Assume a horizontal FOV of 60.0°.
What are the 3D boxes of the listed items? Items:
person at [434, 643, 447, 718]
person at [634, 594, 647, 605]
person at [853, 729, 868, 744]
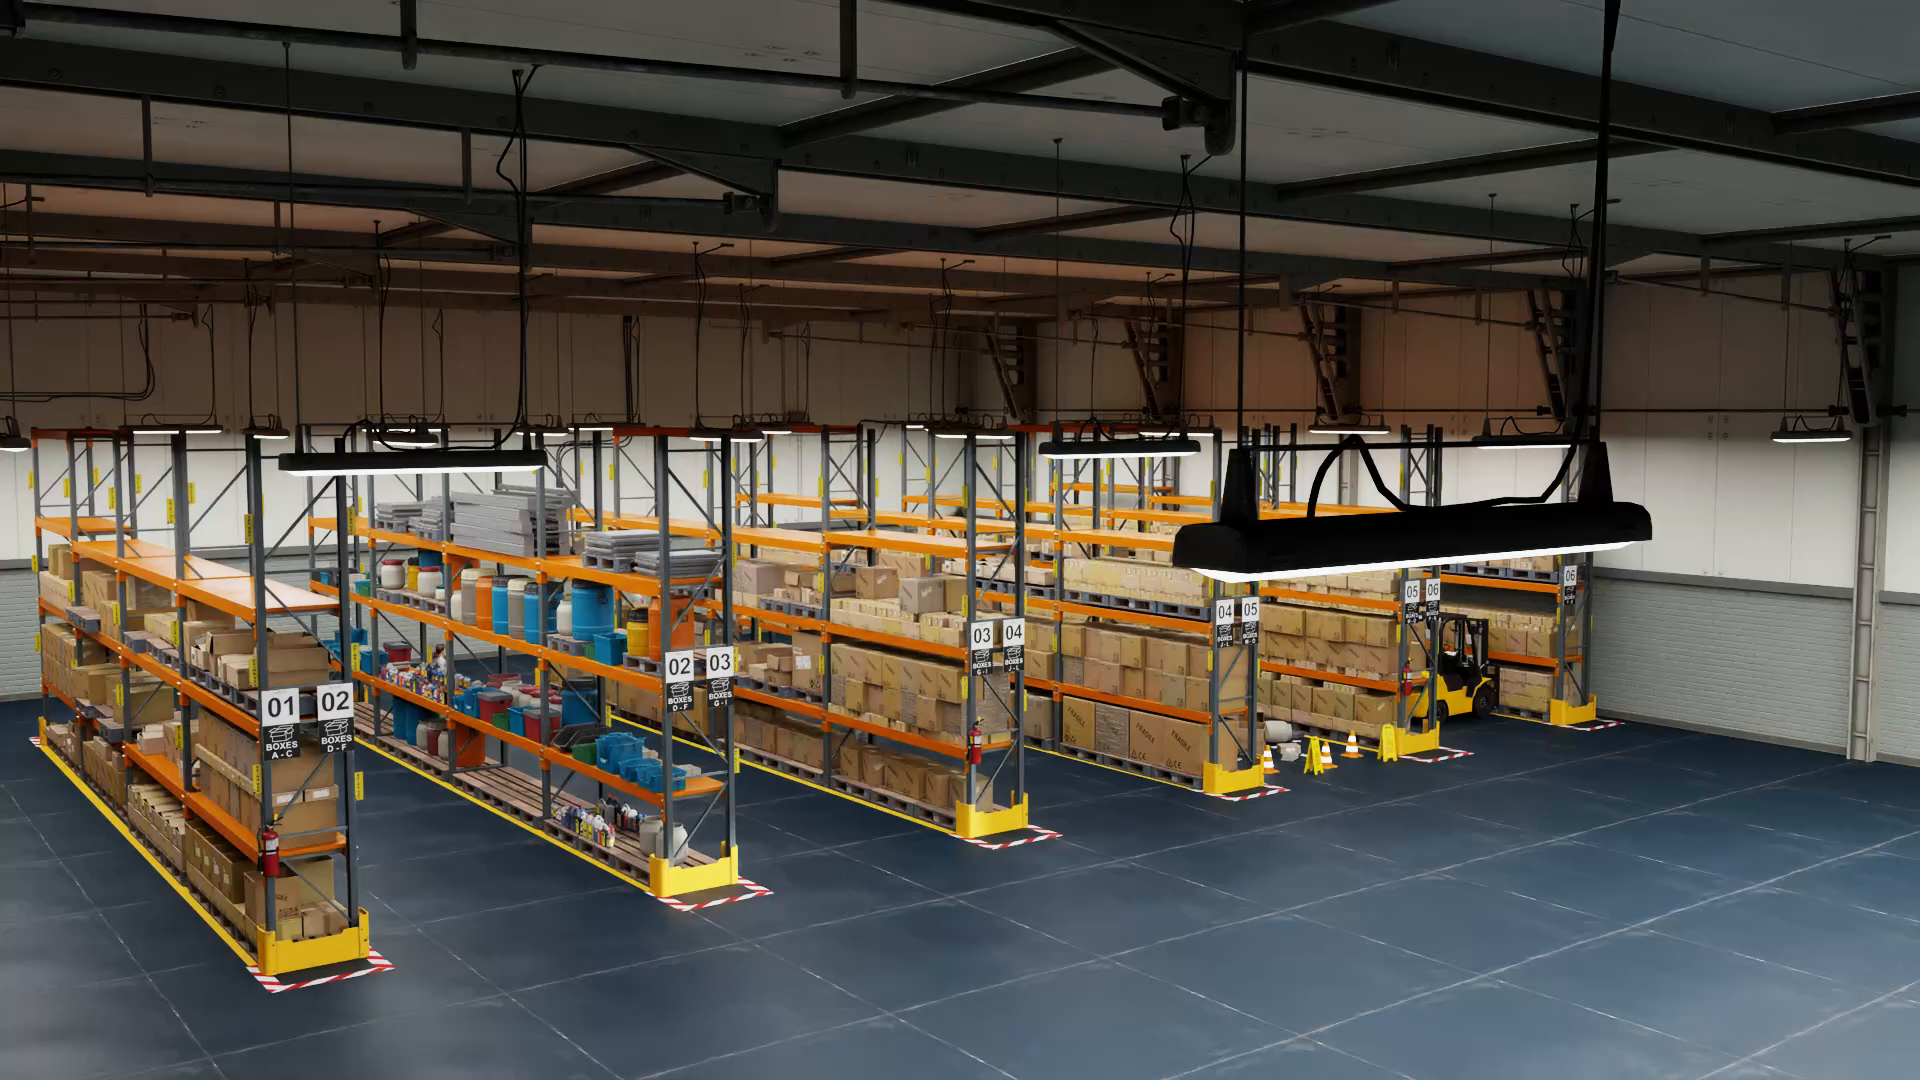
[{"bbox_3d":[-10.265,2.897,33.283,0.486,1.683,0.543,0,4,-3],"label":"person"},{"bbox_3d":[-8.431,2.018,43.637,0.810,1.776,0.563,-1,5,-18],"label":"person"},{"bbox_3d":[-1.822,2.985,31.289,0.558,1.792,0.466,0,4,2],"label":"person"}]
